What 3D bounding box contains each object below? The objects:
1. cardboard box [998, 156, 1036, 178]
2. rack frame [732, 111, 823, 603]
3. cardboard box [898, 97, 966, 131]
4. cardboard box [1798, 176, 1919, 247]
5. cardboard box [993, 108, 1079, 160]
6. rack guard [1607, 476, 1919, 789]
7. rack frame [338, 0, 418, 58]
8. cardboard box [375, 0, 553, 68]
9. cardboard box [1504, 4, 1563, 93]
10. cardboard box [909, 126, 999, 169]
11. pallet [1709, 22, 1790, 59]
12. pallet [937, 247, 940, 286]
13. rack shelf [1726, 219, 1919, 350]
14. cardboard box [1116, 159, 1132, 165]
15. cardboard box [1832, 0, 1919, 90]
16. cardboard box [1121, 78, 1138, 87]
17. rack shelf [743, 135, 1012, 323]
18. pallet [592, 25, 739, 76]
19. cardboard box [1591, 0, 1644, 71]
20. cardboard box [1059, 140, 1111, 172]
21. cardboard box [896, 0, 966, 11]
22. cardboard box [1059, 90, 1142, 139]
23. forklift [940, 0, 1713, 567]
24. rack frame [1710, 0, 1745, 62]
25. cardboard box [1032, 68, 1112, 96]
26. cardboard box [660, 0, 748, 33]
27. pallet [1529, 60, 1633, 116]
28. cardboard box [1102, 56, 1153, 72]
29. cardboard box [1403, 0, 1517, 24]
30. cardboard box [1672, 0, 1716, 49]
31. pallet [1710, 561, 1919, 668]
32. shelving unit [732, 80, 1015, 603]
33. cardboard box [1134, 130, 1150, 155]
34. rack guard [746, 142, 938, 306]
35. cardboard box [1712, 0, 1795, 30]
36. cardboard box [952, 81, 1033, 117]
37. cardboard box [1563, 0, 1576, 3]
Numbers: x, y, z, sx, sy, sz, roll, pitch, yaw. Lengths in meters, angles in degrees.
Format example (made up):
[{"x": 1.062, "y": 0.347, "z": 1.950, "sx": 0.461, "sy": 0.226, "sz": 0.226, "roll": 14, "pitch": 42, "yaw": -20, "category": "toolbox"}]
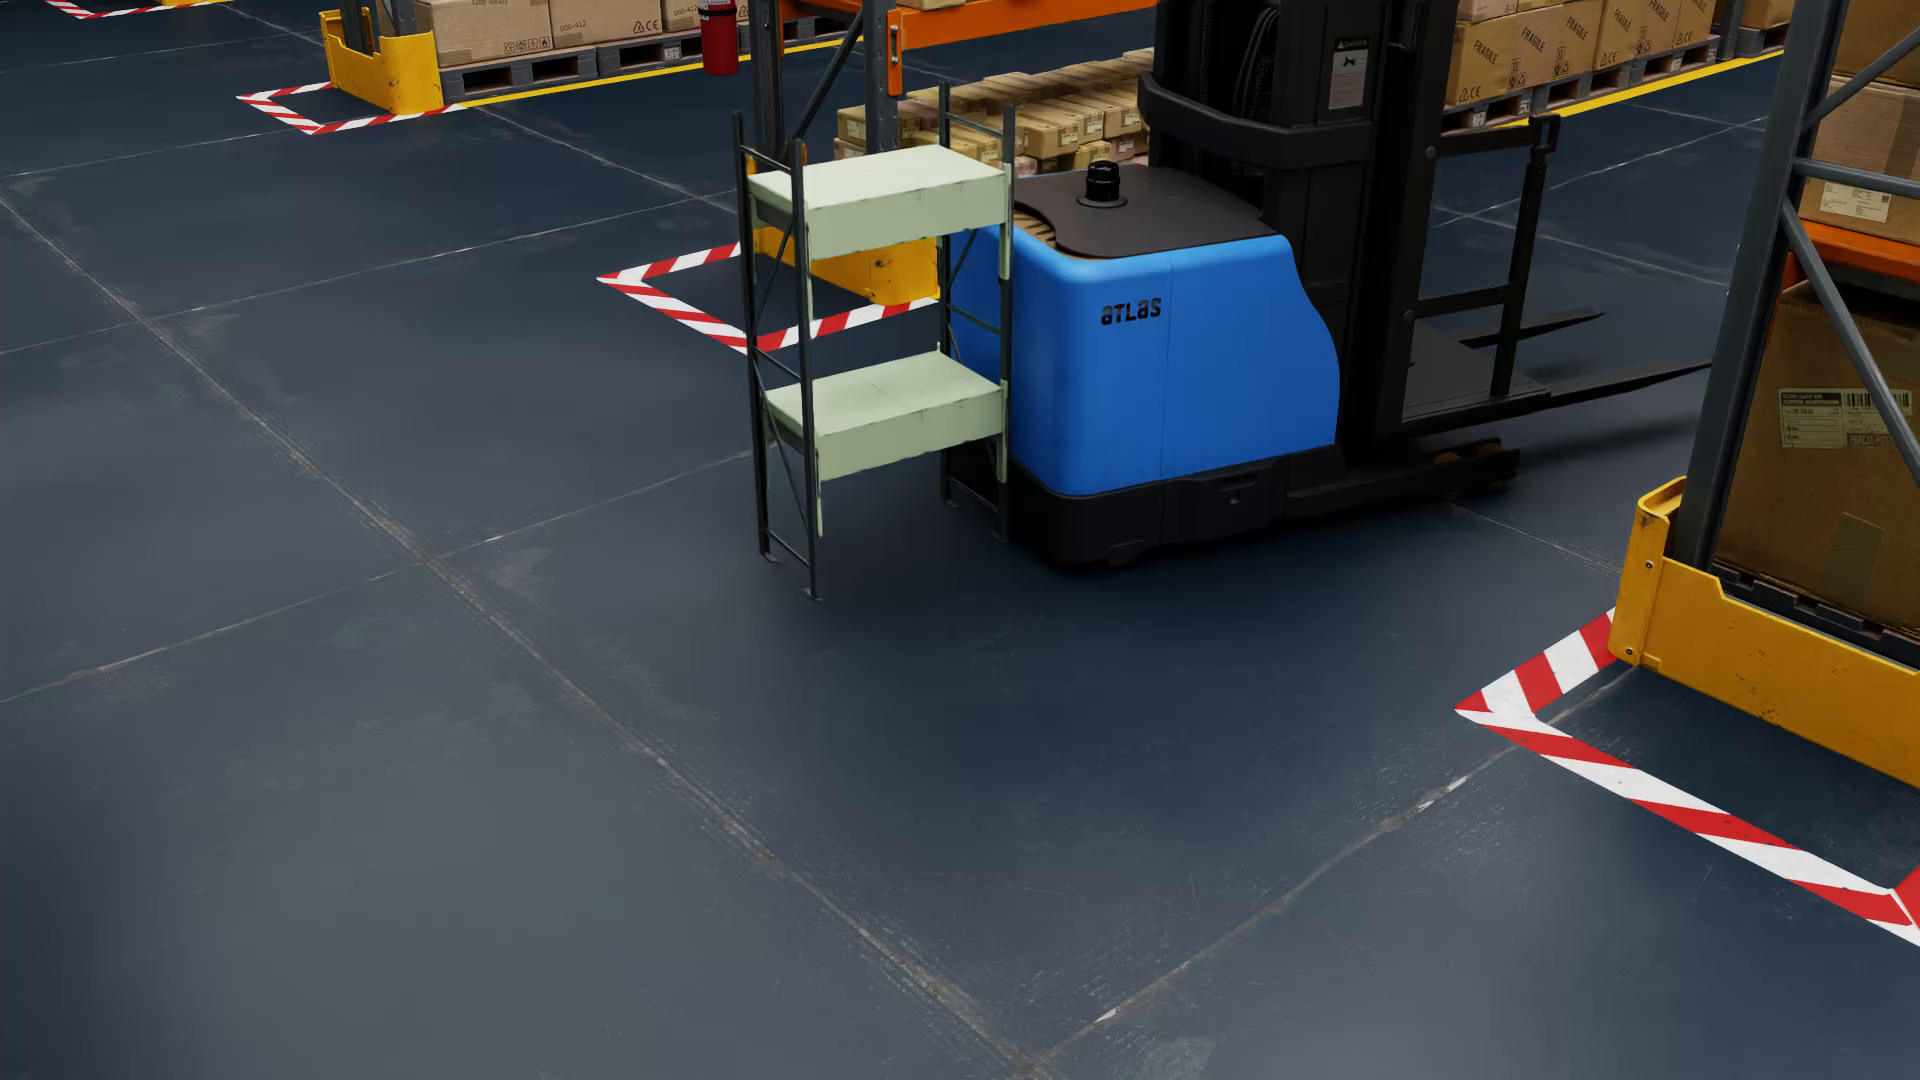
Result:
[{"x": 0.162, "y": -1.836, "z": 8.267, "sx": 0.250, "sy": 0.149, "sz": 0.380, "roll": -22, "pitch": 35, "yaw": -35, "category": "cardboard box"}, {"x": -0.563, "y": -0.540, "z": 5.169, "sx": 0.023, "sy": 1.500, "sz": 0.400, "roll": -17, "pitch": 33, "yaw": -29, "category": "rack frame"}, {"x": -0.182, "y": -2.145, "z": 8.529, "sx": 0.250, "sy": 0.149, "sz": 0.380, "roll": -21, "pitch": 35, "yaw": -34, "category": "cardboard box"}, {"x": 2.551, "y": -0.952, "z": 4.616, "sx": 0.250, "sy": 0.149, "sz": 0.380, "roll": -21, "pitch": 35, "yaw": -34, "category": "cardboard box"}, {"x": 0.377, "y": -2.033, "z": 8.319, "sx": 0.250, "sy": 0.149, "sz": 0.380, "roll": -22, "pitch": 35, "yaw": -35, "category": "cardboard box"}, {"x": 2.476, "y": 0.274, "z": 4.707, "sx": 0.348, "sy": 0.500, "sz": 1.175, "roll": -22, "pitch": 35, "yaw": -35, "category": "rack guard"}, {"x": -3.938, "y": -4.389, "z": 10.781, "sx": 0.127, "sy": 3.000, "sz": 1.000, "roll": -22, "pitch": 35, "yaw": -35, "category": "rack frame"}, {"x": -3.501, "y": -3.682, "z": 11.731, "sx": 0.875, "sy": 0.438, "sz": 0.875, "roll": -23, "pitch": 36, "yaw": -37, "category": "cardboard box"}, {"x": 3.530, "y": -3.245, "z": 10.846, "sx": 0.500, "sy": 0.500, "sz": 0.500, "roll": -20, "pitch": 34, "yaw": -33, "category": "cardboard box"}, {"x": -0.029, "y": -1.874, "z": 8.022, "sx": 0.250, "sy": 0.149, "sz": 0.380, "roll": -24, "pitch": 36, "yaw": -37, "category": "cardboard box"}, {"x": 6.086, "y": -4.077, "z": 13.155, "sx": 1.213, "sy": 0.211, "sz": 1.003, "roll": -22, "pitch": 35, "yaw": -35, "category": "pallet"}, {"x": 0.051, "y": -1.675, "z": 8.660, "sx": 1.213, "sy": 0.211, "sz": 1.003, "roll": -22, "pitch": 35, "yaw": -35, "category": "pallet"}, {"x": 4.016, "y": -1.131, "z": 5.446, "sx": 4.000, "sy": 0.370, "sz": 1.077, "roll": -22, "pitch": 35, "yaw": -35, "category": "rack shelf"}, {"x": 0.686, "y": -1.958, "z": 8.810, "sx": 0.250, "sy": 0.149, "sz": 0.380, "roll": -22, "pitch": 35, "yaw": -35, "category": "cardboard box"}, {"x": 2.694, "y": -1.475, "z": 4.375, "sx": 0.500, "sy": 0.500, "sz": 0.500, "roll": -21, "pitch": 35, "yaw": -34, "category": "cardboard box"}, {"x": 1.088, "y": -2.395, "z": 8.997, "sx": 0.250, "sy": 0.149, "sz": 0.380, "roll": -22, "pitch": 35, "yaw": -35, "category": "cardboard box"}, {"x": -0.257, "y": -0.978, "z": 5.161, "sx": 0.720, "sy": 0.370, "sz": 0.431, "roll": -17, "pitch": 33, "yaw": -29, "category": "rack shelf"}, {"x": -2.453, "y": -3.803, "z": 12.643, "sx": 1.213, "sy": 0.211, "sz": 1.003, "roll": -22, "pitch": 35, "yaw": -35, "category": "pallet"}, {"x": 4.318, "y": -3.555, "z": 11.427, "sx": 0.500, "sy": 0.500, "sz": 0.500, "roll": -24, "pitch": 36, "yaw": -37, "category": "cardboard box"}, {"x": 0.556, "y": -1.982, "z": 8.540, "sx": 0.250, "sy": 0.149, "sz": 0.380, "roll": -21, "pitch": 34, "yaw": -33, "category": "cardboard box"}, {"x": -0.189, "y": -2.516, "z": 7.542, "sx": 0.250, "sy": 0.149, "sz": 0.380, "roll": -22, "pitch": 35, "yaw": -35, "category": "cardboard box"}, {"x": 0.729, "y": -2.220, "z": 8.669, "sx": 0.250, "sy": 0.149, "sz": 0.380, "roll": -20, "pitch": 34, "yaw": -33, "category": "cardboard box"}, {"x": 1.486, "y": -1.655, "z": 5.737, "sx": 3.031, "sy": 2.935, "sz": 1.130, "roll": -12, "pitch": 30, "yaw": -21, "category": "forklift"}, {"x": 5.438, "y": -5.093, "z": 12.097, "sx": 0.127, "sy": 3.000, "sz": 1.000, "roll": -22, "pitch": 35, "yaw": -35, "category": "rack frame"}, {"x": 0.612, "y": -2.469, "z": 9.135, "sx": 0.250, "sy": 0.149, "sz": 0.380, "roll": -23, "pitch": 36, "yaw": -36, "category": "cardboard box"}, {"x": -2.123, "y": -4.240, "z": 12.775, "sx": 0.875, "sy": 0.438, "sz": 0.875, "roll": -23, "pitch": 36, "yaw": -36, "category": "cardboard box"}, {"x": 3.915, "y": -3.253, "z": 11.613, "sx": 1.213, "sy": 0.211, "sz": 1.003, "roll": -22, "pitch": 35, "yaw": -35, "category": "pallet"}, {"x": 1.006, "y": -2.621, "z": 9.419, "sx": 0.250, "sy": 0.149, "sz": 0.380, "roll": -24, "pitch": 36, "yaw": -37, "category": "cardboard box"}, {"x": 3.128, "y": -3.414, "z": 10.366, "sx": 0.500, "sy": 0.250, "sz": 0.500, "roll": -24, "pitch": 36, "yaw": -37, "category": "cardboard box"}, {"x": 5.107, "y": -3.880, "z": 12.035, "sx": 0.500, "sy": 0.500, "sz": 0.500, "roll": -22, "pitch": 35, "yaw": -35, "category": "cardboard box"}, {"x": 3.052, "y": 0.121, "z": 5.299, "sx": 1.213, "sy": 0.211, "sz": 1.003, "roll": -22, "pitch": 35, "yaw": -35, "category": "pallet"}, {"x": -0.257, "y": -0.634, "z": 5.345, "sx": 0.755, "sy": 1.500, "sz": 0.431, "roll": -17, "pitch": 33, "yaw": -29, "category": "shelving unit"}, {"x": 0.876, "y": -2.195, "z": 8.939, "sx": 0.250, "sy": 0.149, "sz": 0.380, "roll": -20, "pitch": 34, "yaw": -32, "category": "cardboard box"}, {"x": -0.590, "y": -1.566, "z": 8.150, "sx": 0.348, "sy": 0.500, "sz": 1.175, "roll": -22, "pitch": 35, "yaw": -35, "category": "rack guard"}, {"x": 5.959, "y": -4.440, "z": 12.816, "sx": 0.750, "sy": 0.750, "sz": 1.050, "roll": -22, "pitch": 35, "yaw": -36, "category": "cardboard box"}, {"x": 0.171, "y": -2.326, "z": 8.868, "sx": 0.250, "sy": 0.149, "sz": 0.380, "roll": -24, "pitch": 36, "yaw": -37, "category": "cardboard box"}, {"x": 3.923, "y": -3.732, "z": 10.962, "sx": 0.500, "sy": 0.250, "sz": 0.500, "roll": -20, "pitch": 34, "yaw": -33, "category": "cardboard box"}]
